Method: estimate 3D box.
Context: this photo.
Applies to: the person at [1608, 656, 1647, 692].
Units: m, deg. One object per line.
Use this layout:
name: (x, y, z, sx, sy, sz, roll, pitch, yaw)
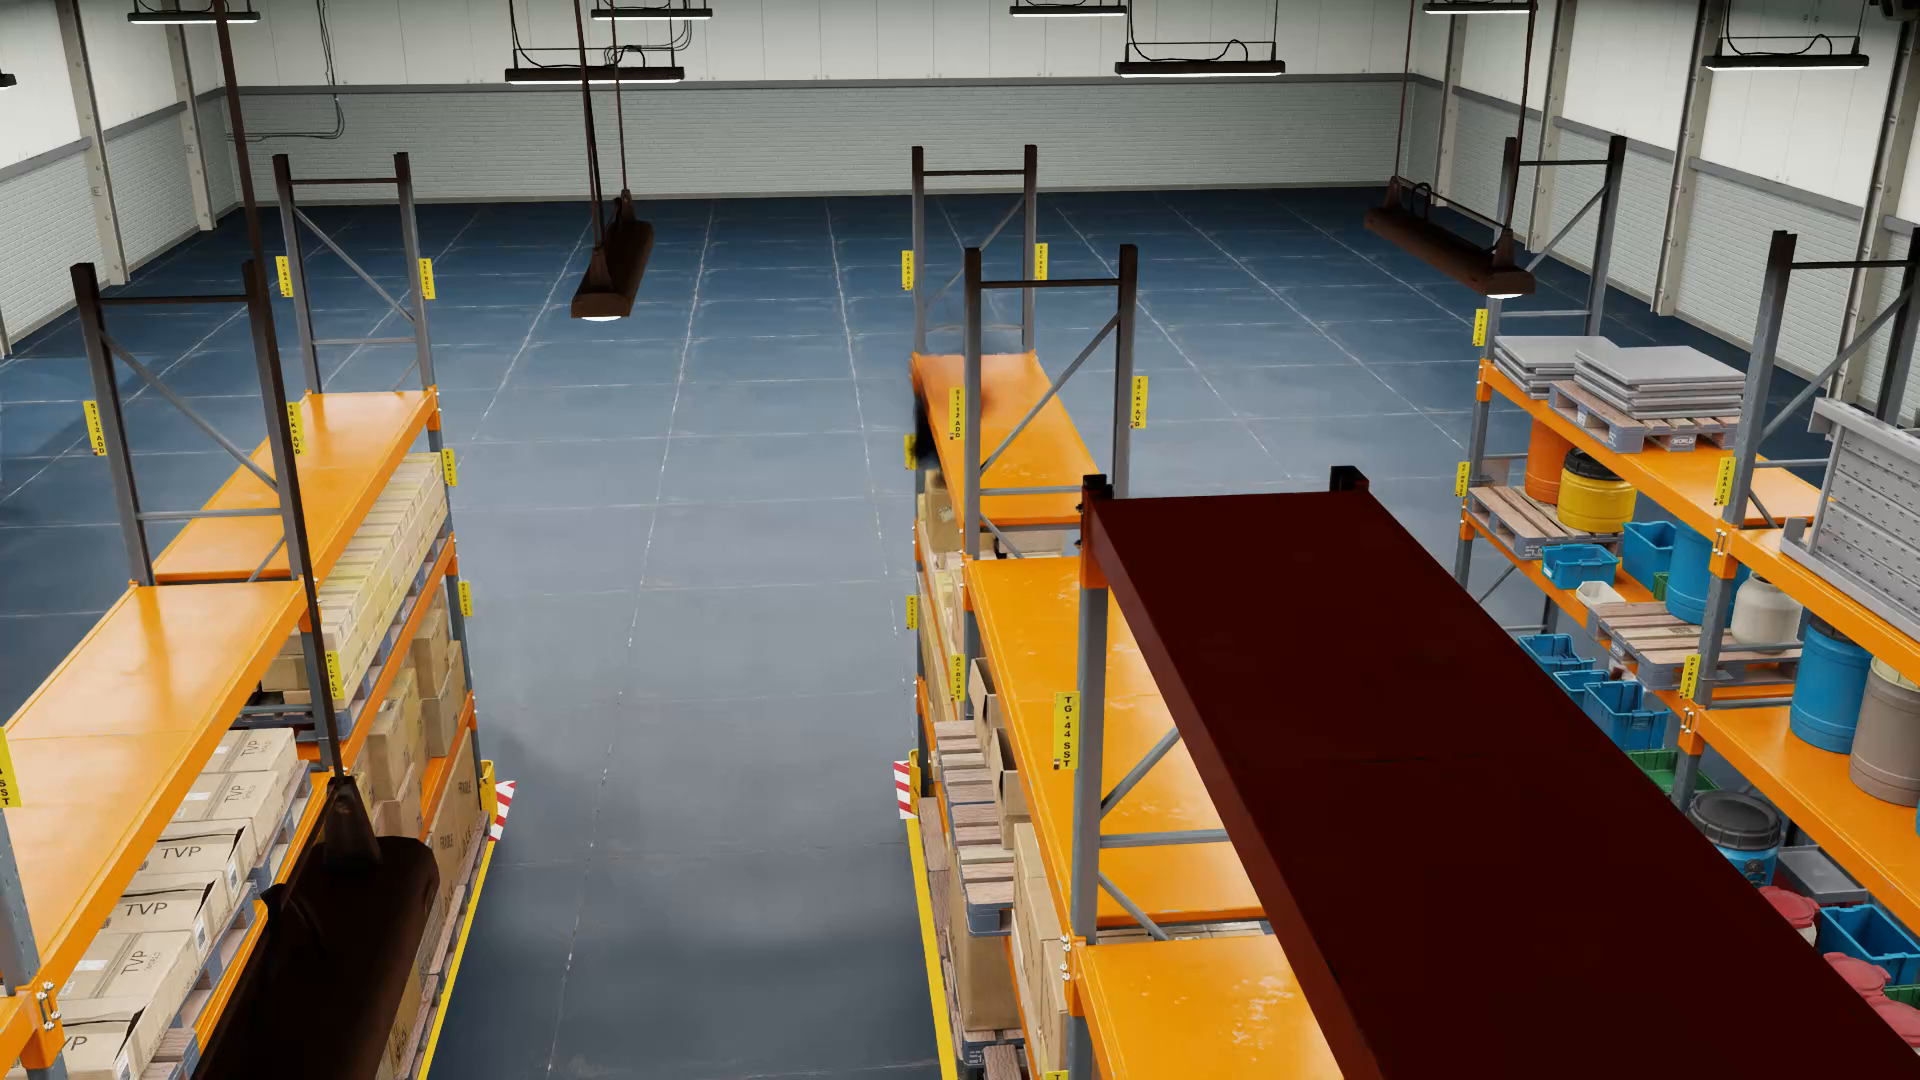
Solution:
person: (6.348, 1.389, 15.812, 0.695, 1.717, 0.728, -9, 23, -22)
